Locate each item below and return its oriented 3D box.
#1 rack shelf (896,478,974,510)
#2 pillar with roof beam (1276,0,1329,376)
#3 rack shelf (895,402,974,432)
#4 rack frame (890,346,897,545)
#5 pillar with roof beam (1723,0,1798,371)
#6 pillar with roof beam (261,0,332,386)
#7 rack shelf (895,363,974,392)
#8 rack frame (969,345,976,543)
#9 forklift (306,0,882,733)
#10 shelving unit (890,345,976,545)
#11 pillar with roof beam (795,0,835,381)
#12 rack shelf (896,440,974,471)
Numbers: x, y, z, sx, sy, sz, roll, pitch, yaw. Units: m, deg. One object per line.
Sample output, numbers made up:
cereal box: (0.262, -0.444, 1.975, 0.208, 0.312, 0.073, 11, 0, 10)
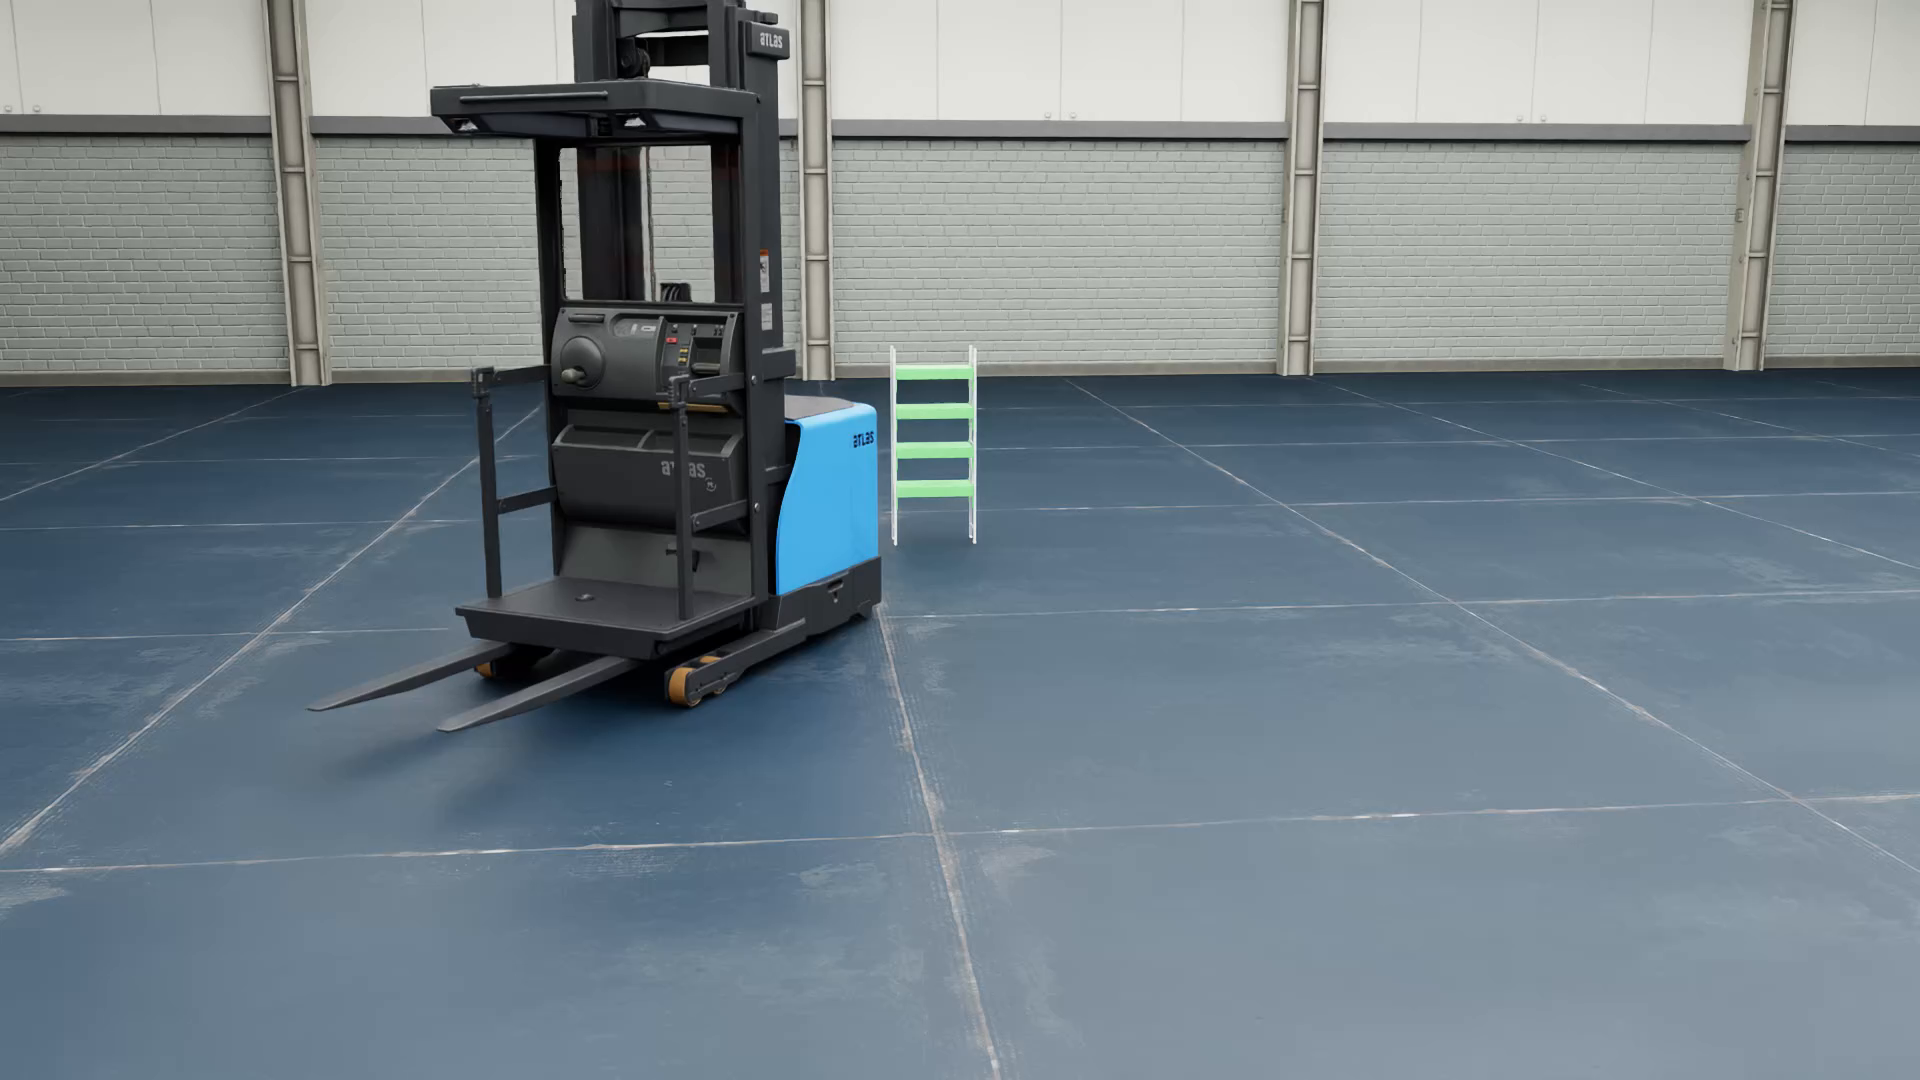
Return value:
rack shelf: (-0.165, -0.287, 10.293, 0.480, 0.148, 0.258, -1, 11, -6)
pillar with roof beam: (4.696, -5.686, 15.965, 0.400, 9.000, 9.100, -1, 11, -6)
rack shelf: (-0.165, -0.758, 10.201, 0.480, 0.148, 0.258, -1, 11, -6)
rack frame: (-0.407, -0.580, 10.209, 0.015, 1.200, 0.240, -1, 11, -6)
pillar with roof beam: (10.661, -5.811, 16.601, 0.400, 9.000, 9.100, -1, 11, -6)
pillar with roof beam: (-7.234, -5.436, 14.693, 0.400, 9.000, 9.100, -1, 11, -6)
rack shelf: (-0.165, -0.994, 10.154, 0.480, 0.148, 0.258, -1, 11, -6)
rack frame: (0.078, -0.590, 10.261, 0.015, 1.200, 0.240, -1, 11, -6)
forklift: (-1.466, -0.843, 7.060, 1.130, 2.935, 3.031, 5, 12, 24)
shelving unit: (-0.165, -0.585, 10.235, 0.503, 1.200, 0.258, -1, 11, -6)
pillar with roof beam: (-1.269, -5.561, 15.329, 0.400, 9.000, 9.100, -1, 11, -6)
rack shelf: (-0.165, -0.523, 10.247, 0.480, 0.148, 0.258, -1, 11, -6)
